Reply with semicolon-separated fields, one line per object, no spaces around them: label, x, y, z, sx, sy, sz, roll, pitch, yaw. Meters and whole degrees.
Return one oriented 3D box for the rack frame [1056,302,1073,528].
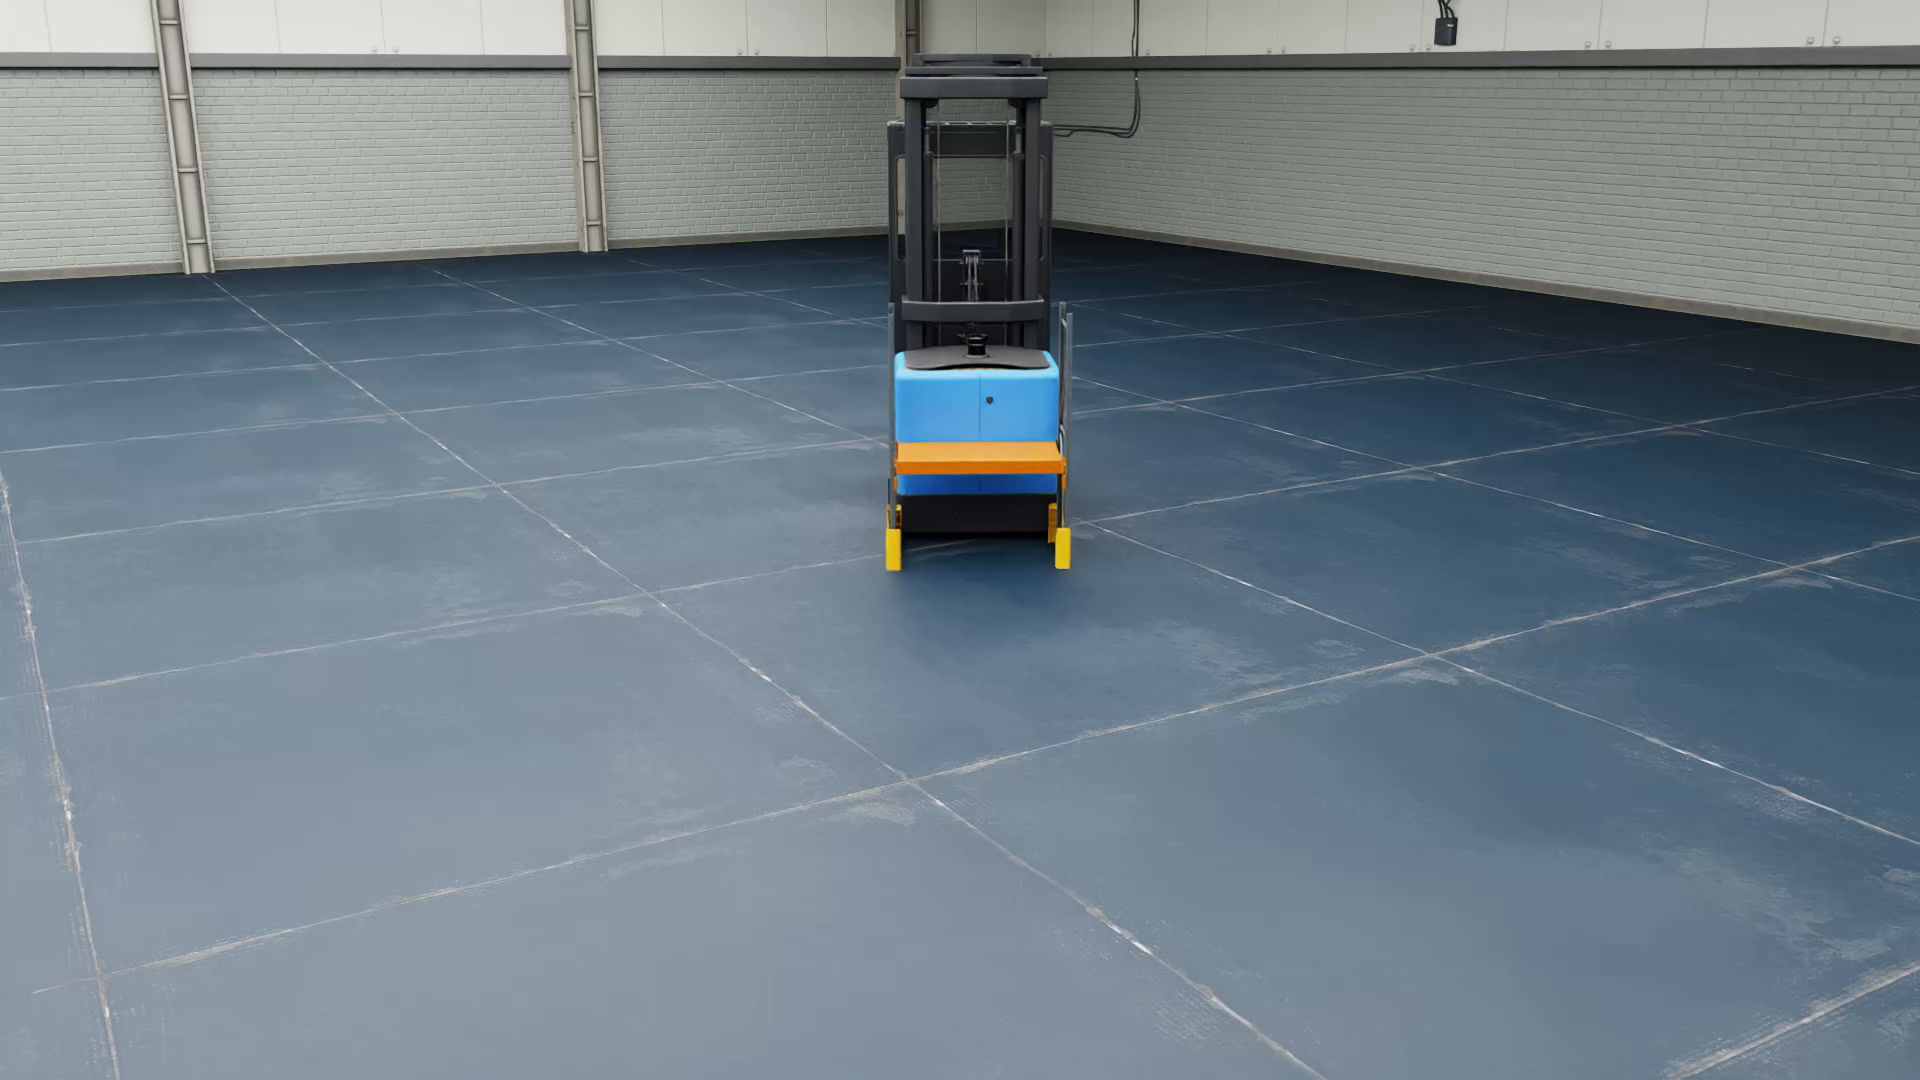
rack frame;0.617;-0.627;9.864;0.032;1.500;0.500;-1;16;-2

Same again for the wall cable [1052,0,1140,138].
wall cable;2.303;-8.547;29.983;0.112;2.526;3.097;-9;18;-30

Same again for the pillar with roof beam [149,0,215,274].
pillar with roof beam;-8.973;-7.275;19.690;0.400;9.000;9.100;-9;18;-30

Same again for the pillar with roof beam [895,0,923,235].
pillar with roof beam;1.314;-8.943;25.641;0.400;9.000;9.100;-9;18;-30

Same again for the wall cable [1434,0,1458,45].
wall cable;7.178;-9.481;21.261;0.169;6.003;2.305;-9;18;-30

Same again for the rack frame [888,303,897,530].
rack frame;-0.399;-0.618;9.836;0.032;1.500;0.500;-1;16;-2

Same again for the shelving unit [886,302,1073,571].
shelving unit;0.100;-0.623;9.850;1.083;1.500;0.587;-1;16;-2

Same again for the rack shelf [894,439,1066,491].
rack shelf;0.109;-0.450;9.899;1.000;0.185;0.538;-1;16;-2

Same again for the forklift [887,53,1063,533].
forklift;0.055;-1.798;11.393;1.130;2.935;3.031;-1;16;-2

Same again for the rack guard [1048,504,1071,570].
rack guard;0.598;-0.026;10.033;0.087;0.250;0.587;-1;16;-2

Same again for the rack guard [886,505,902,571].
rack guard;-0.397;-0.017;10.005;0.087;0.250;0.587;-1;16;-2

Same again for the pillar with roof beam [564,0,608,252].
pillar with roof beam;-3.829;-8.109;22.665;0.400;9.000;9.100;-9;18;-30
